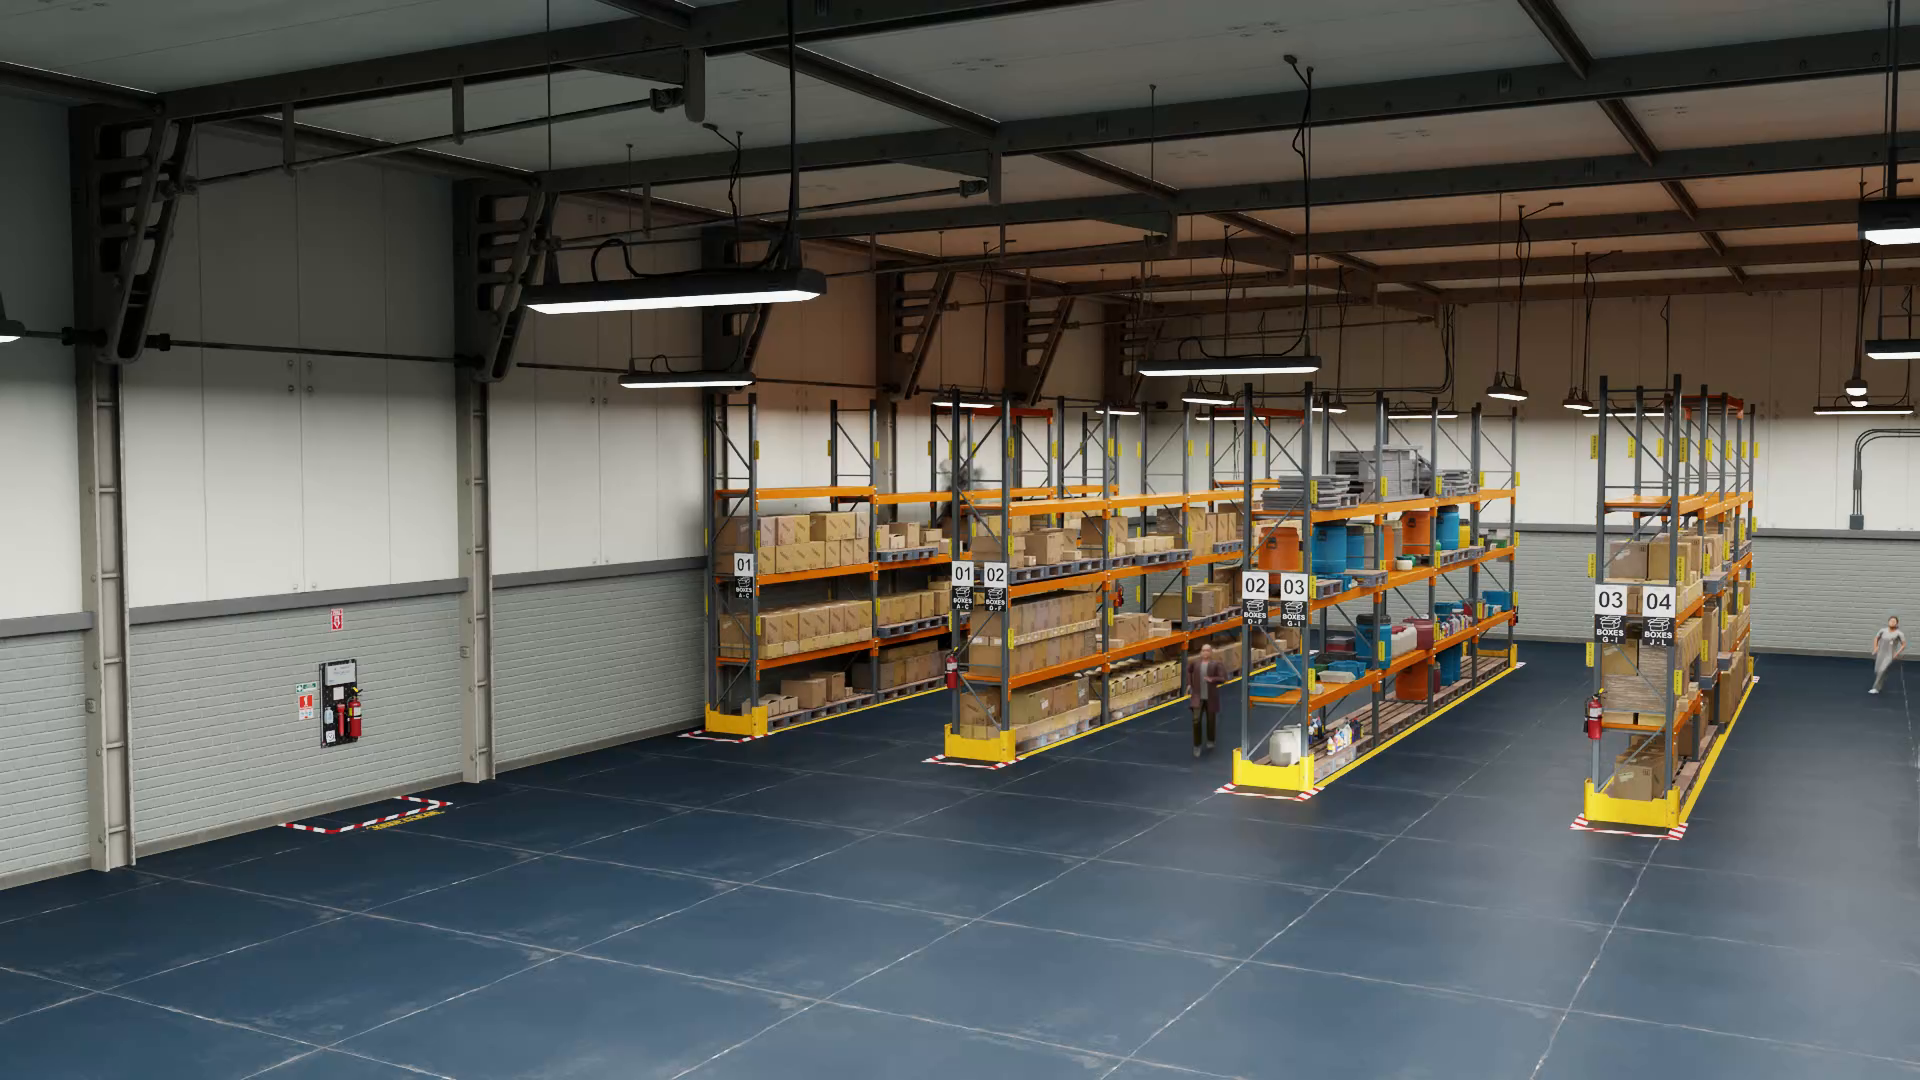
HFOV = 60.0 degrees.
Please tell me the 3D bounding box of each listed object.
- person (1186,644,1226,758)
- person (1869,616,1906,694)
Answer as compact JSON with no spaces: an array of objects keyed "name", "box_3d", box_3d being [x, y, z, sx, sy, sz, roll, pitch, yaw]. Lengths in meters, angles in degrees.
[{"name":"person","box_3d":[4.043,2.631,27.410,0.672,1.847,0.855,1,3,13]},{"name":"person","box_3d":[19.068,2.357,34.121,0.597,1.596,0.571,3,4,43]}]
